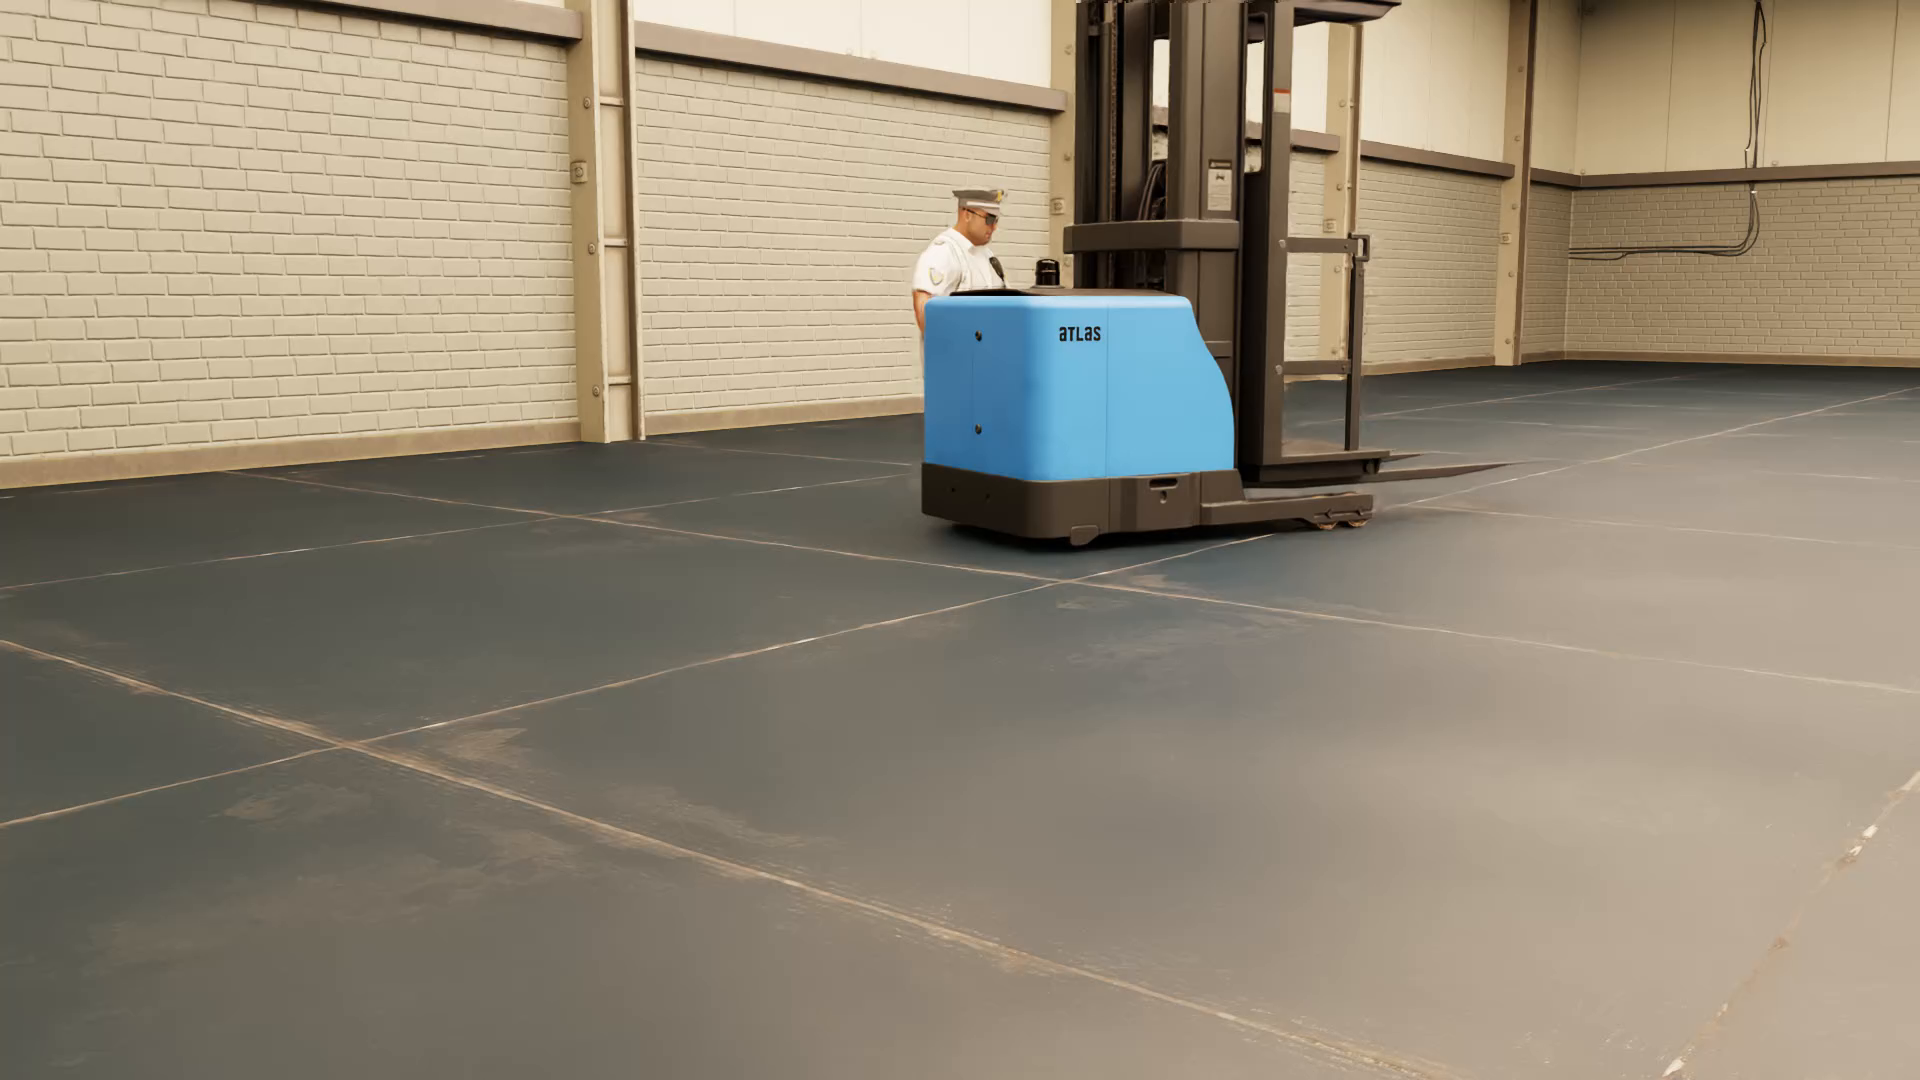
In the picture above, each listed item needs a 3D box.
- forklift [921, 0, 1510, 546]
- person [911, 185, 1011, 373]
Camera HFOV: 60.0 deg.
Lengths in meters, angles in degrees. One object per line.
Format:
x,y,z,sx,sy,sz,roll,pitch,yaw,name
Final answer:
1.355,-1.555,7.910,3.031,2.935,1.130,-5,10,-30,forklift
0.097,-0.877,8.003,0.726,1.627,0.972,6,10,33,person
